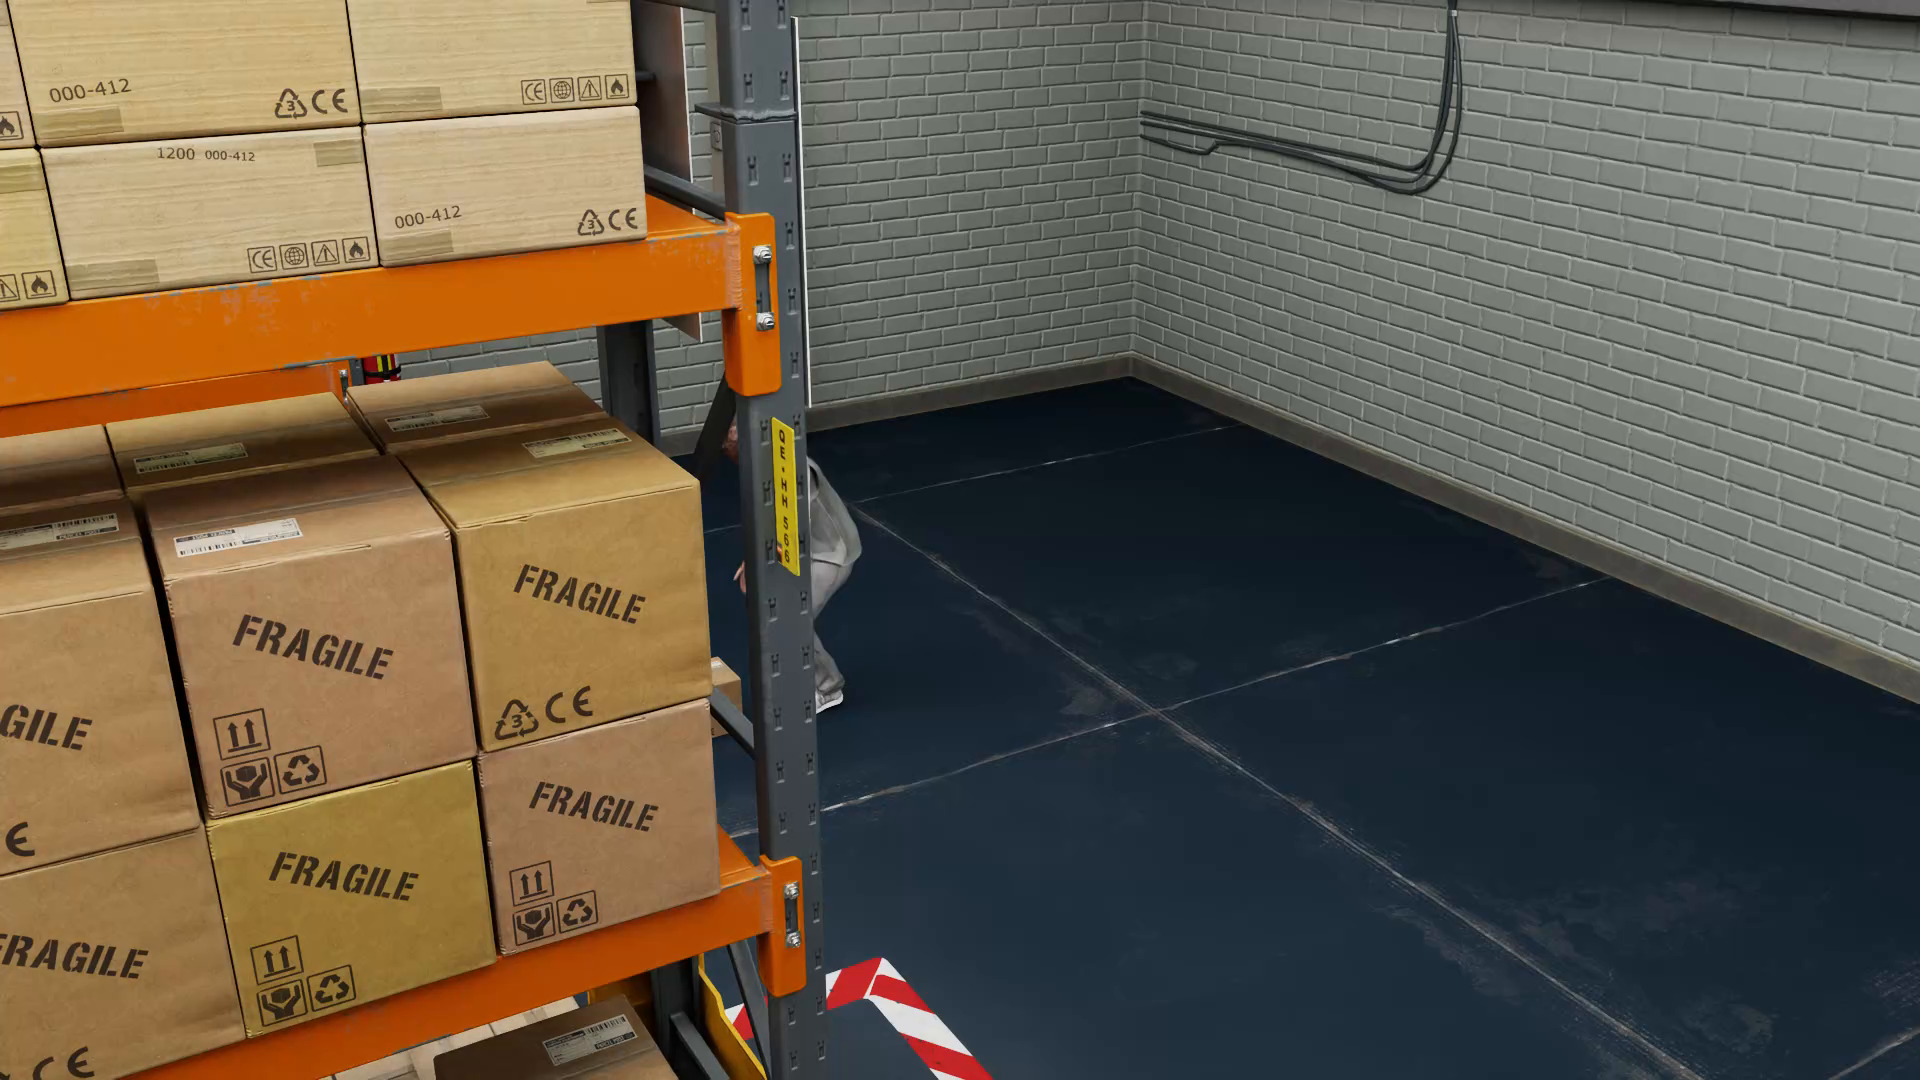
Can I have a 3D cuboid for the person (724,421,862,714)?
[{"bbox_3d":[-0.703,0.101,7.160,0.602,1.376,0.460,-12,25,-28],"label":"person"}]
